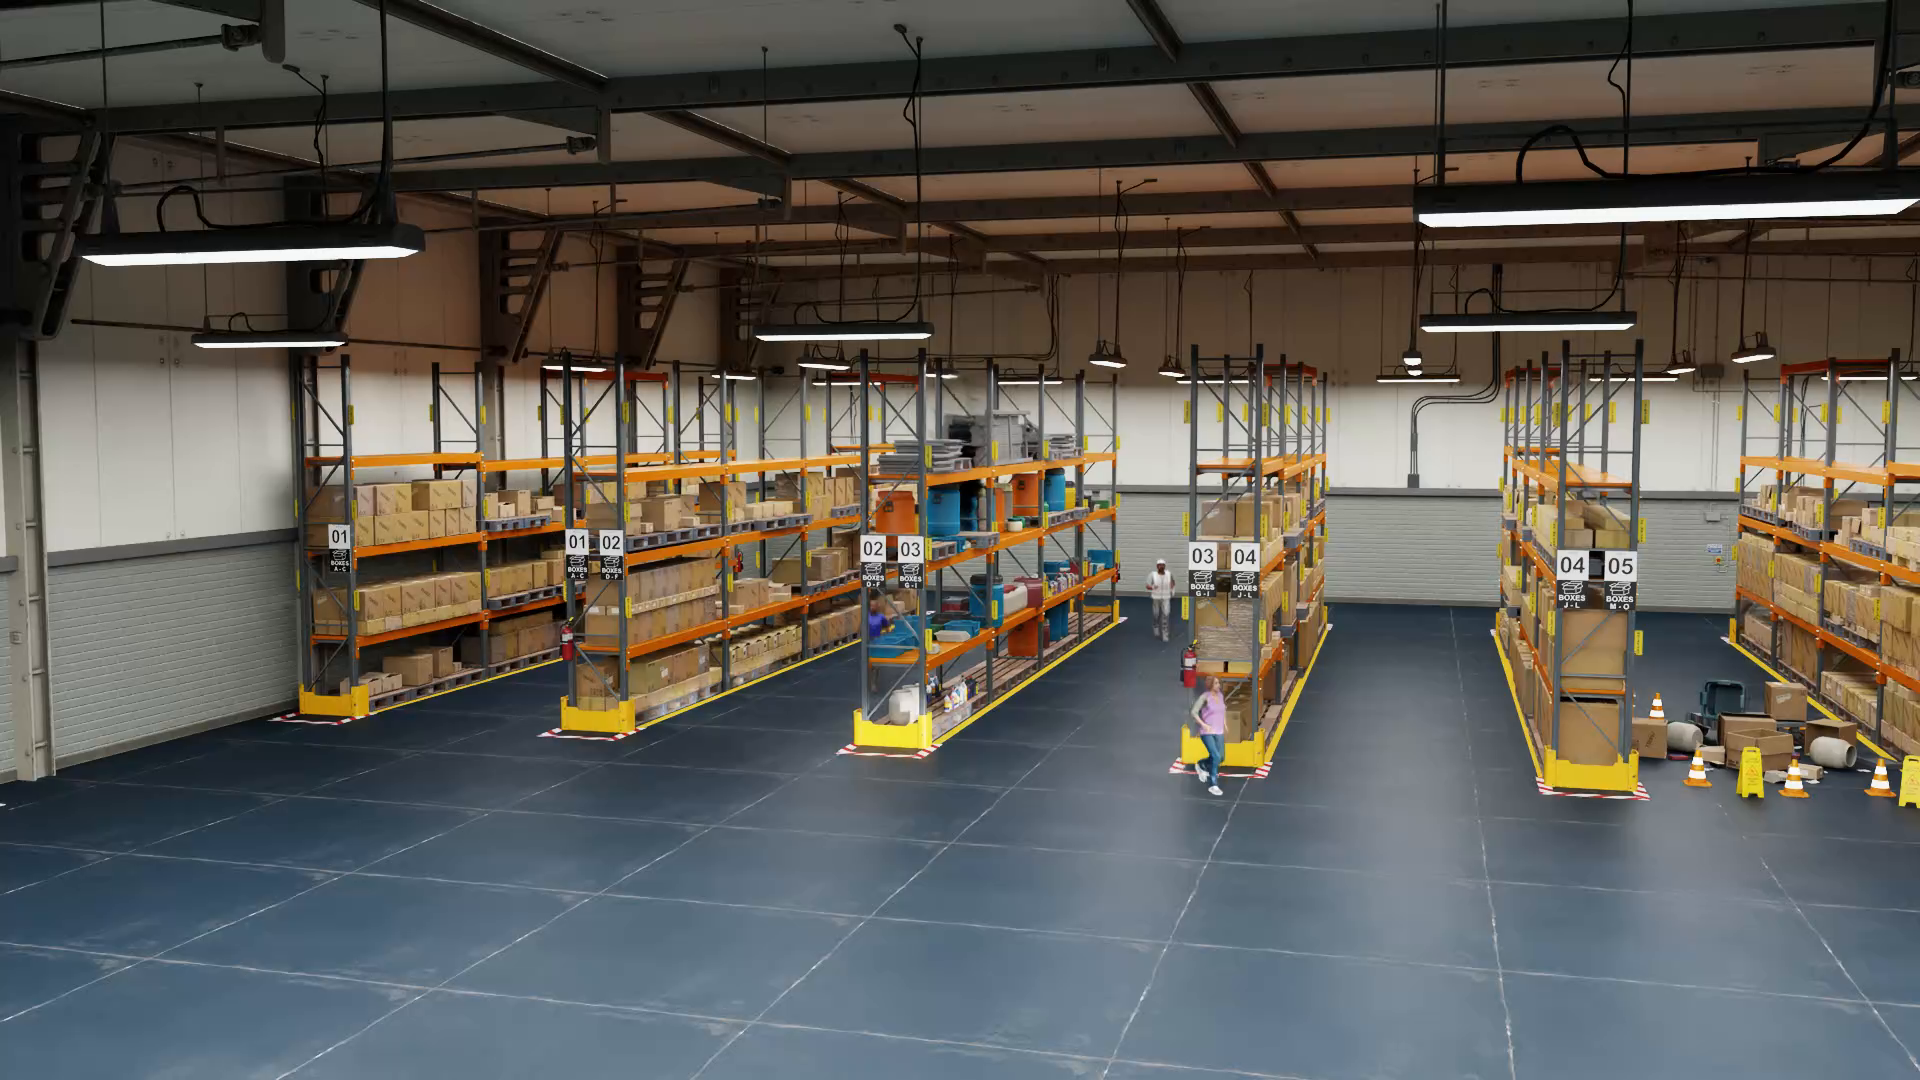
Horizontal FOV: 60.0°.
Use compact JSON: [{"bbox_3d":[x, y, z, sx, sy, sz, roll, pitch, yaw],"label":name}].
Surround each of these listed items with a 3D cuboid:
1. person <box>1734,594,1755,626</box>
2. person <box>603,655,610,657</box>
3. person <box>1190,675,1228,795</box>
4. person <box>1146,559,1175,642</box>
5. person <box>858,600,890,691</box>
[{"bbox_3d":[17.869,1.347,37.821,0.643,1.647,0.720,4,6,44],"label":"person"},{"bbox_3d":[-6.527,1.783,30.896,0.638,1.840,0.774,0,4,4],"label":"person"},{"bbox_3d":[3.299,2.570,22.122,0.565,1.574,0.589,-3,5,-35],"label":"person"},{"bbox_3d":[4.452,1.314,36.874,0.674,1.786,0.967,0,4,0],"label":"person"},{"bbox_3d":[-1.575,1.920,30.487,0.579,1.625,0.764,0,4,-2],"label":"person"}]
